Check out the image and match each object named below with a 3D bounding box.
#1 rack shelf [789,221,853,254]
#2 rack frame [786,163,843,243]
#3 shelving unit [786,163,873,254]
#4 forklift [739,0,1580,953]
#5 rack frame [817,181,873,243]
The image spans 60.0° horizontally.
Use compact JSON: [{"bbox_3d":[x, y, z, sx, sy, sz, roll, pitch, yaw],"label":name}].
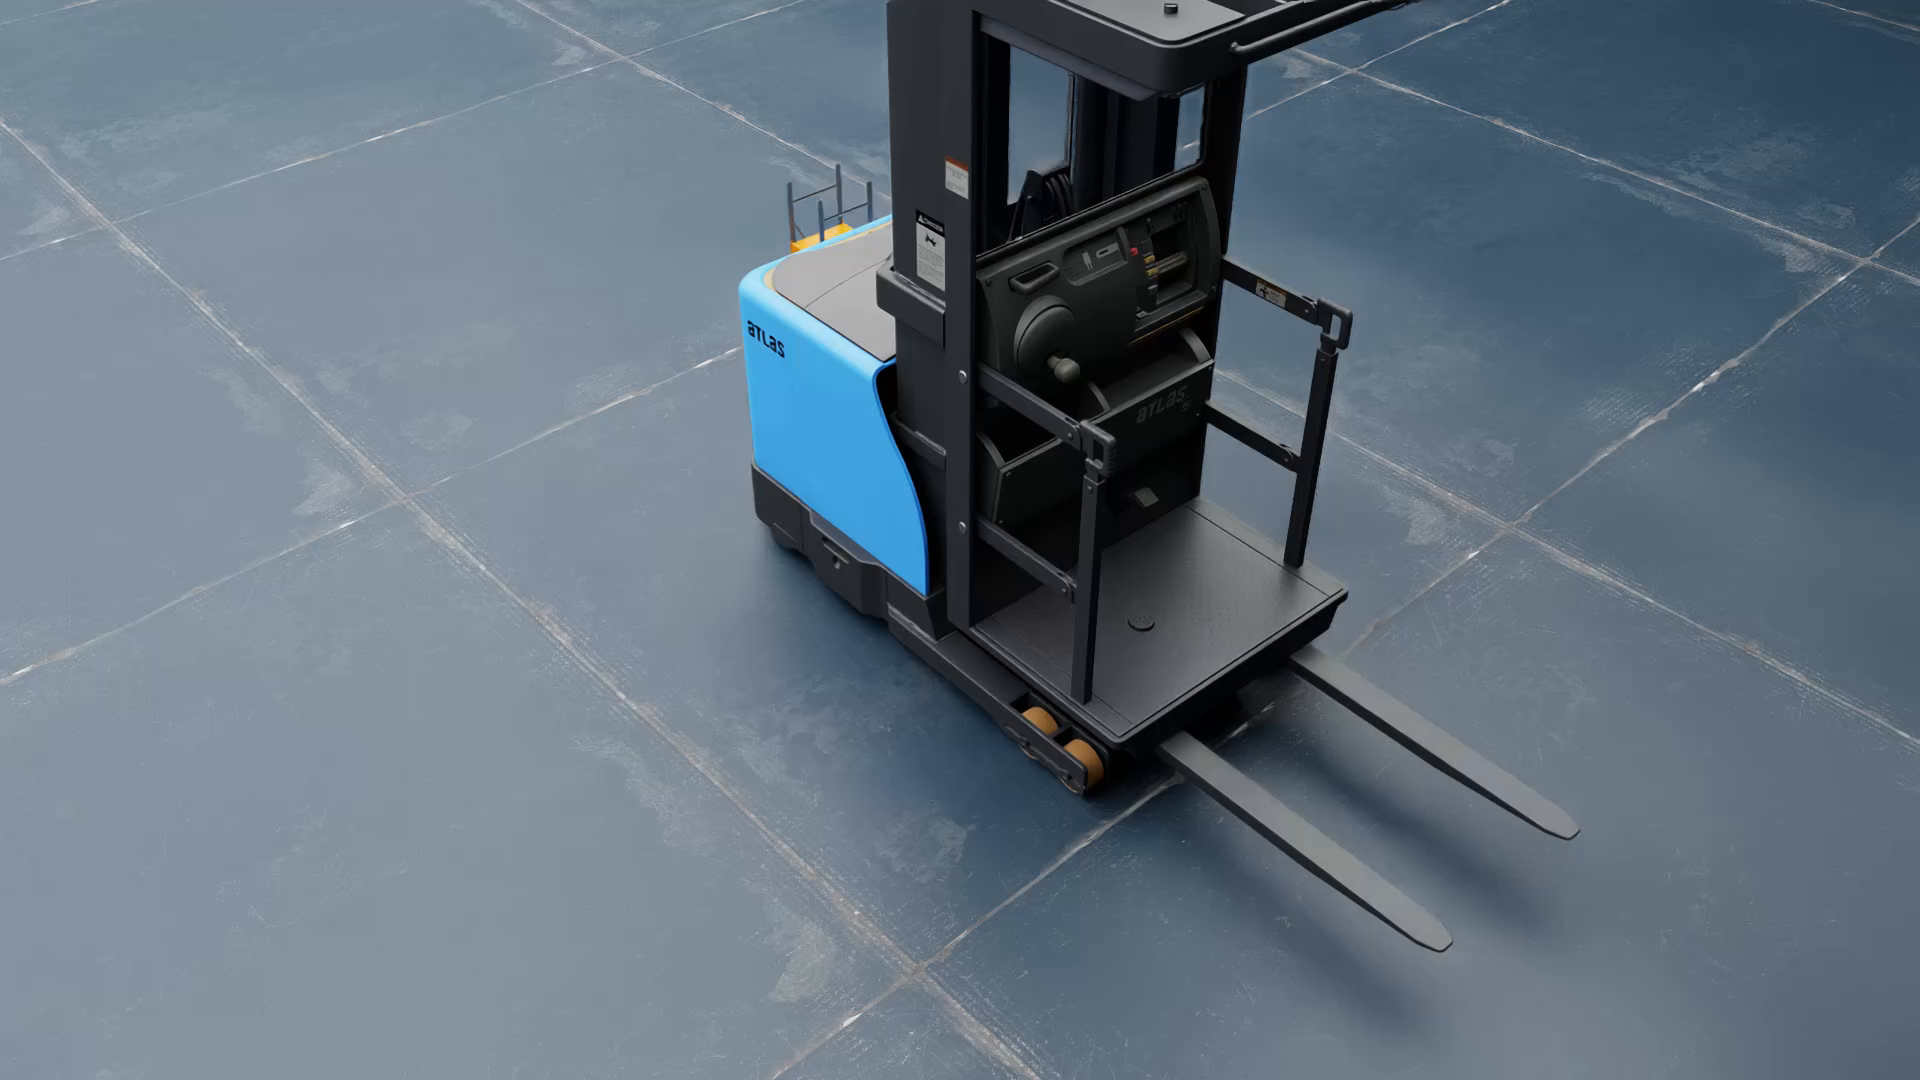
[{"bbox_3d":[-0.466,-1.053,6.097,0.258,0.103,0.180,-28,47,-31],"label":"rack shelf"},{"bbox_3d":[-0.526,-0.851,6.349,0.240,1.200,0.006,-28,47,-31],"label":"rack frame"},{"bbox_3d":[-0.466,-0.808,6.295,0.258,1.200,0.189,-28,47,-31],"label":"shelving unit"},{"bbox_3d":[0.570,-0.705,4.790,1.130,2.935,3.031,-28,47,-31],"label":"forklift"},{"bbox_3d":[-0.407,-0.764,6.241,0.240,1.200,0.006,-28,47,-31],"label":"rack frame"}]
